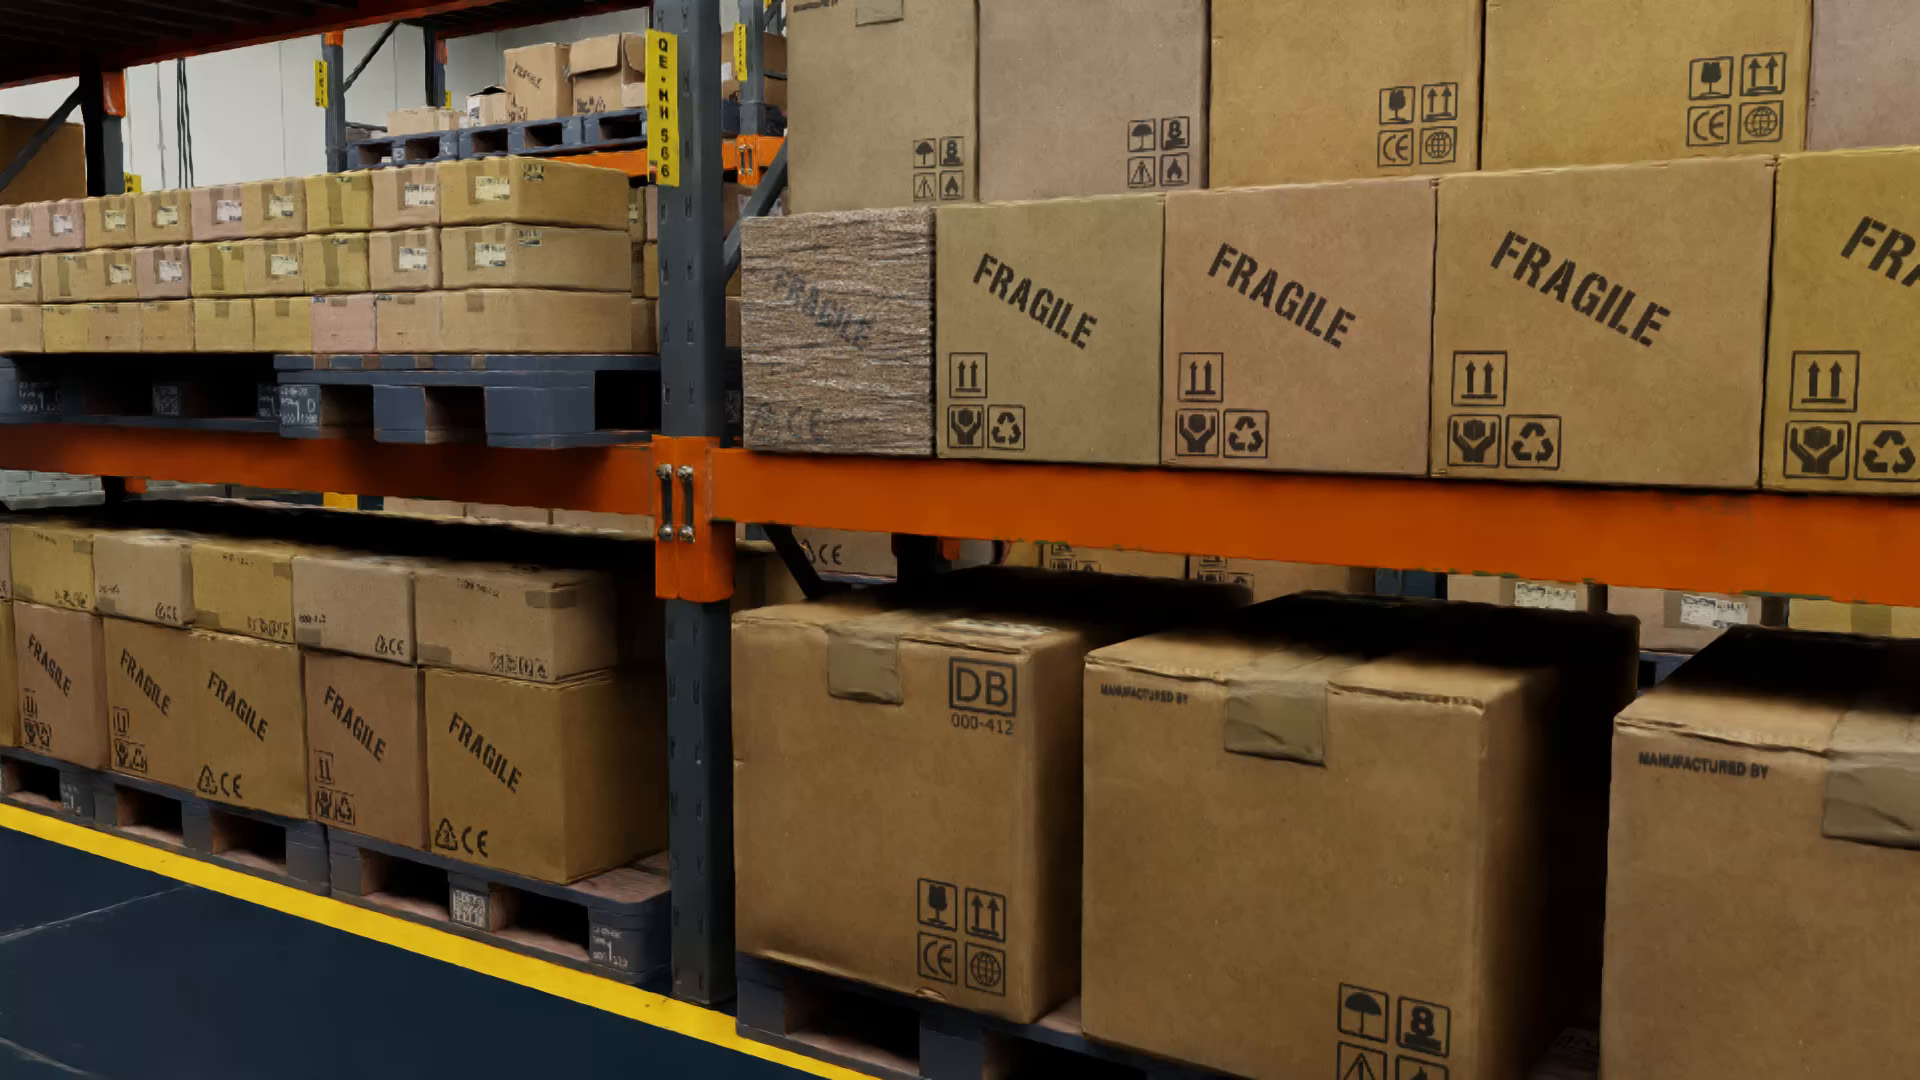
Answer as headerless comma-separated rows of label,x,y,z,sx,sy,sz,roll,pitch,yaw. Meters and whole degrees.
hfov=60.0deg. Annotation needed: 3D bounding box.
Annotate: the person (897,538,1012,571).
person,-0.012,-0.082,6.409,0.570,1.734,0.377,4,7,32
